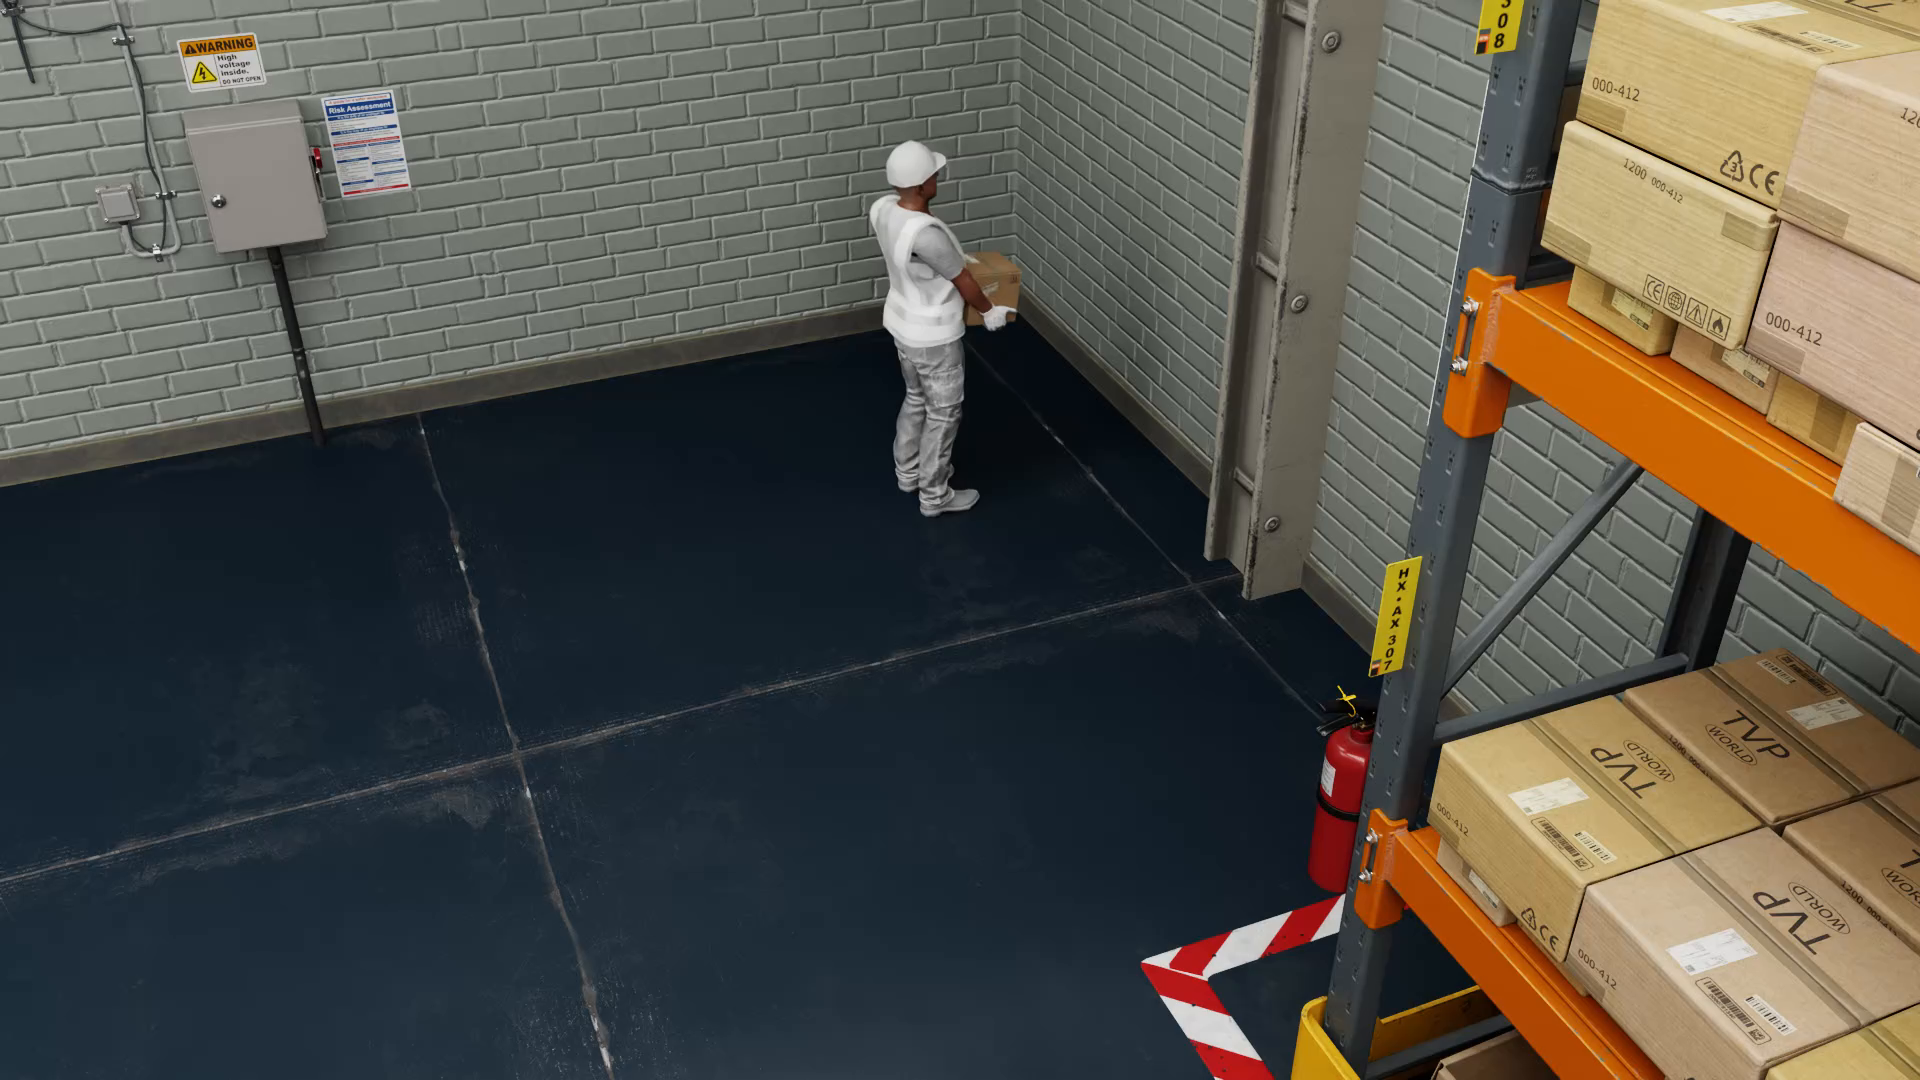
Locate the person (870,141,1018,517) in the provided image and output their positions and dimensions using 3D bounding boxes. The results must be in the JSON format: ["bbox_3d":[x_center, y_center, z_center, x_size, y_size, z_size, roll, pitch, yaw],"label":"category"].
[{"bbox_3d":[-0.065,-0.986,7.634,0.583,1.778,0.488,-15,36,-21],"label":"person"}]
